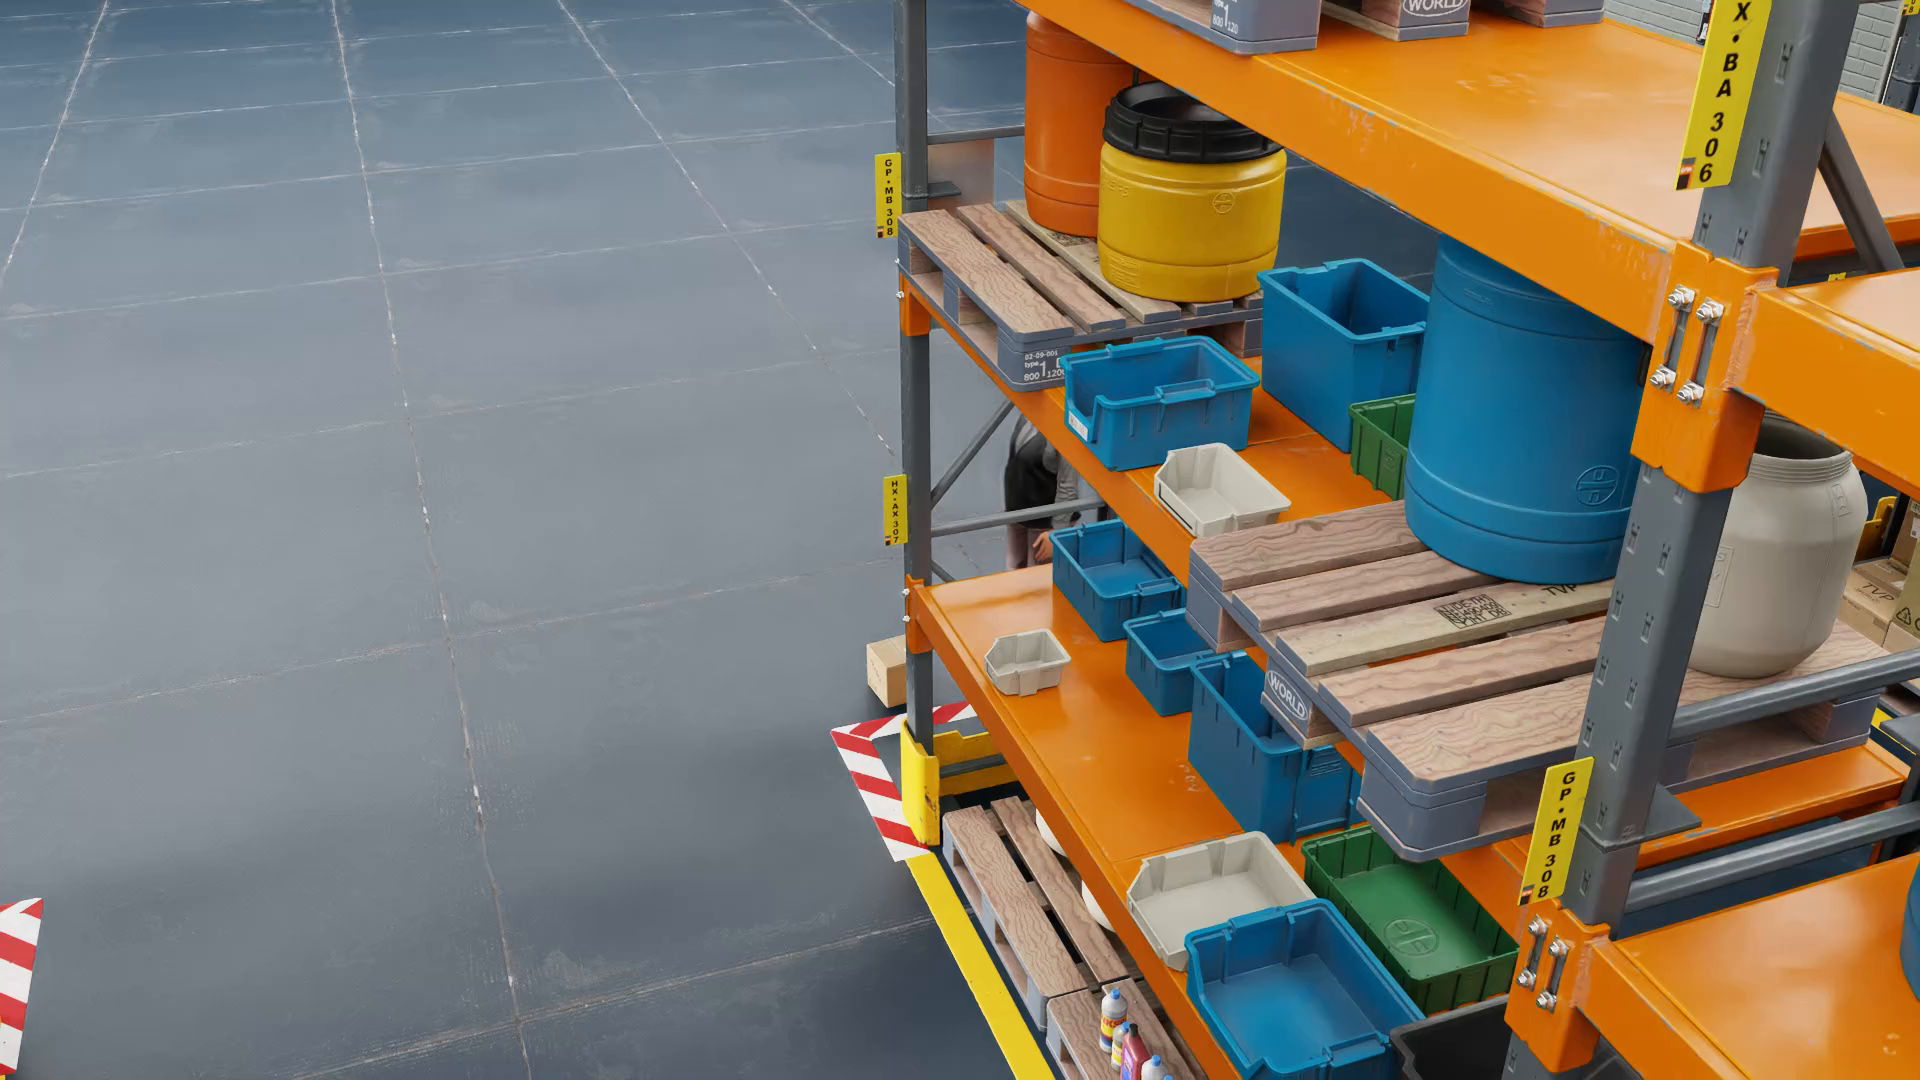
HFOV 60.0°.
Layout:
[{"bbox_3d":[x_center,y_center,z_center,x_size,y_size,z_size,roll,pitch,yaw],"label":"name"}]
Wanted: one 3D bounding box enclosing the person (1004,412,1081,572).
[{"bbox_3d":[0.426,-0.107,8.576,0.352,1.711,0.536,-14,32,-22],"label":"person"}]
